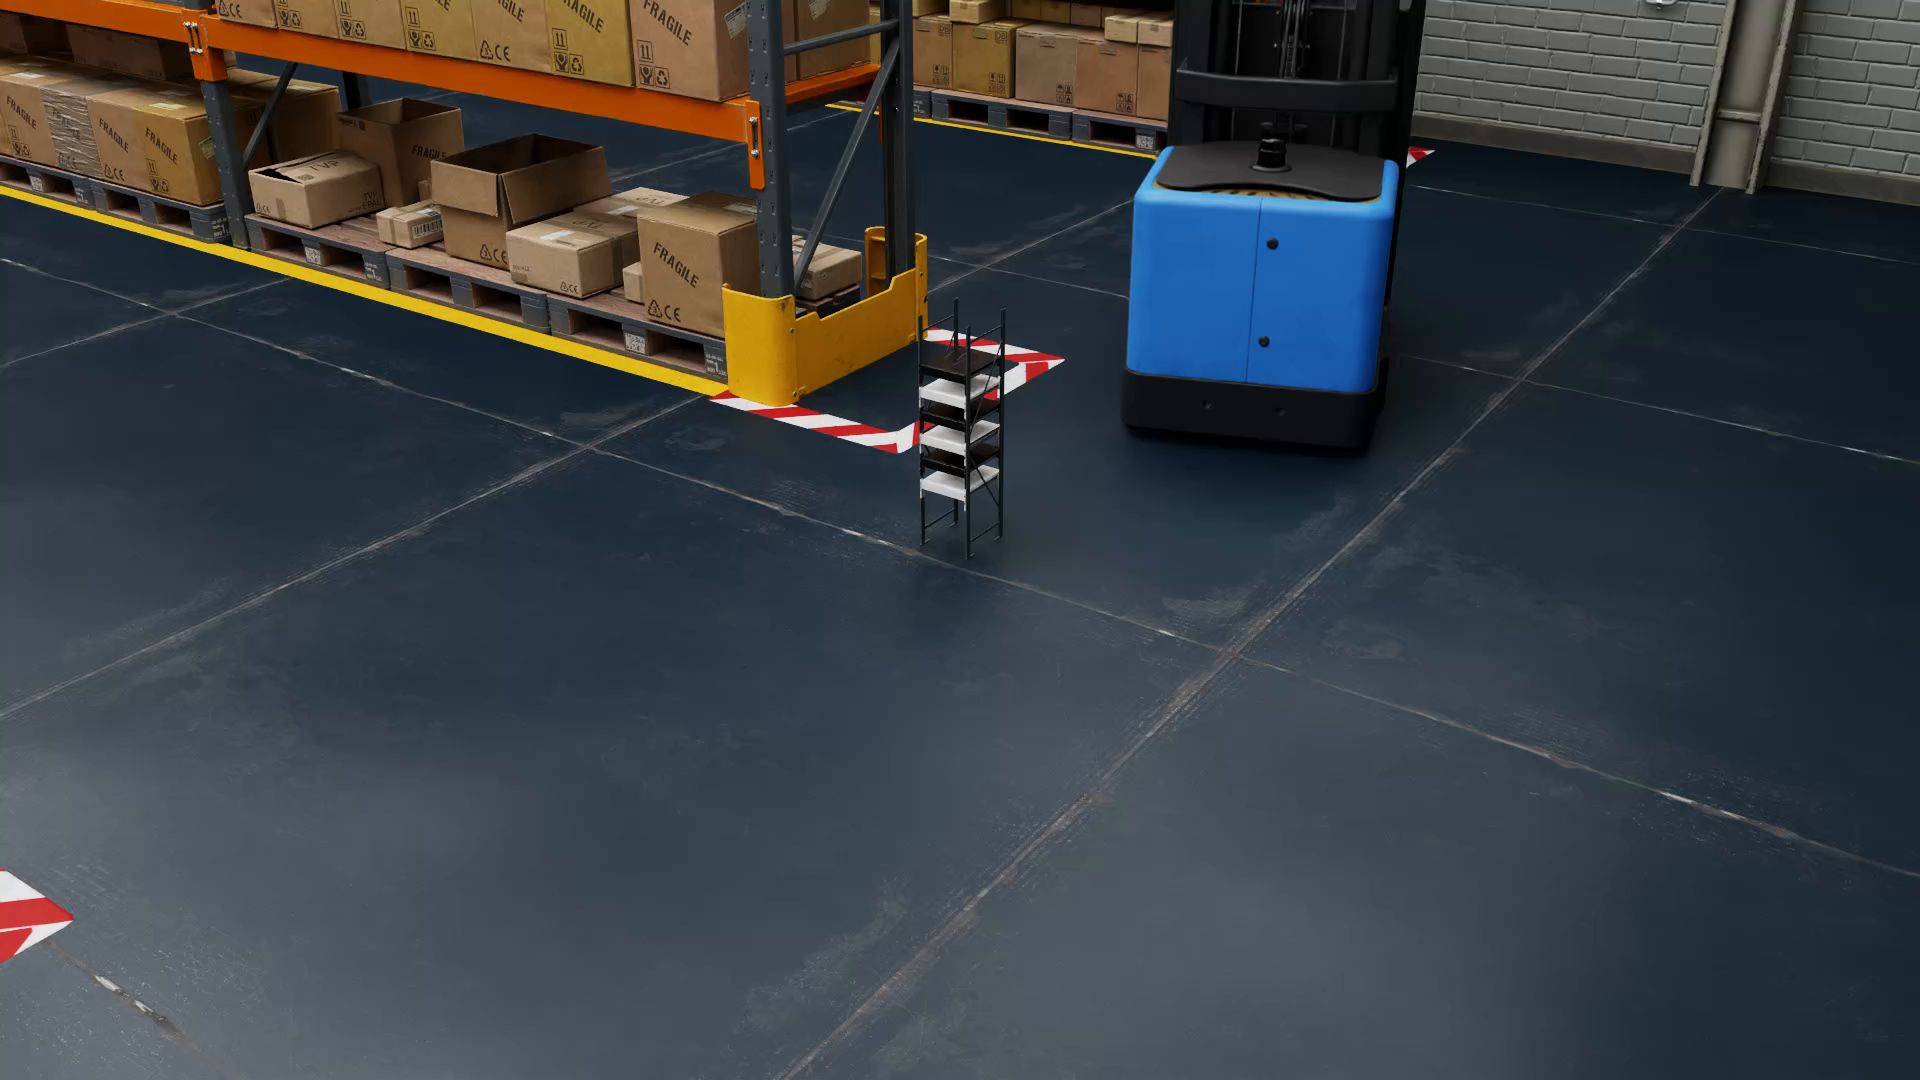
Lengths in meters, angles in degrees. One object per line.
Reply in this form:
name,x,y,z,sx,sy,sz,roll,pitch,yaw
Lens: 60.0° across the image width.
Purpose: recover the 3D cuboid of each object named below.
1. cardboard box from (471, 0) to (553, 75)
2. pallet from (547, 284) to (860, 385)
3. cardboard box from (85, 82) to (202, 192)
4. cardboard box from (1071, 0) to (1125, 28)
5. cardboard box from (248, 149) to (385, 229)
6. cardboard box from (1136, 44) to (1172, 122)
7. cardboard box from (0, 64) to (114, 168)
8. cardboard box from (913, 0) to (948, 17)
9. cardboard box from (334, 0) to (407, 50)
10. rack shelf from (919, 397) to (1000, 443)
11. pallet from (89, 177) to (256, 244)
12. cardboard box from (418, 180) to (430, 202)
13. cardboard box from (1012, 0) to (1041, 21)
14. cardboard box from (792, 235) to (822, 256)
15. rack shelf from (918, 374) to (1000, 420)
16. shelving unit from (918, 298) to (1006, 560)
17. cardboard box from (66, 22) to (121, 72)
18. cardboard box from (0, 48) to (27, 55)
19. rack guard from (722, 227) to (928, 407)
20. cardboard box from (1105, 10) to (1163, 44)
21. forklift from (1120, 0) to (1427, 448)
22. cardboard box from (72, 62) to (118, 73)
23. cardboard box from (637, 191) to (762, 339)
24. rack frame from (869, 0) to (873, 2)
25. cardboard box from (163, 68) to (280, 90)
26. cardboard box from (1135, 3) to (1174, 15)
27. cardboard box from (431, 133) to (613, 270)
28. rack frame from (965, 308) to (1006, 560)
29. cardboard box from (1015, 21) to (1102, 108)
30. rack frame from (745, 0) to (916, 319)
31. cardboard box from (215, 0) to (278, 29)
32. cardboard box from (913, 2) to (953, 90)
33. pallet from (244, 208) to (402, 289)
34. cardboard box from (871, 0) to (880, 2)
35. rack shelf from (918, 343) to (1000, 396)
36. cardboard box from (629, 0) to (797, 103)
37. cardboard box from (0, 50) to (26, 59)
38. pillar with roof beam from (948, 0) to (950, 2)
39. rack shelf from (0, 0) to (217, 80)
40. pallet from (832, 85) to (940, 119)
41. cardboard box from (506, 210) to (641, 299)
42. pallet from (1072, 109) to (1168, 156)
cardboard box,-1.904,-2.481,7.707,0.500,0.500,0.500,18,32,31
pallet,-1.264,-1.142,8.261,1.213,0.211,1.003,17,32,30
cardboard box,-4.812,-2.420,9.968,0.500,0.500,0.500,17,32,30
cardboard box,1.007,-3.820,12.027,0.250,0.149,0.380,18,32,31
cardboard box,-3.617,-1.997,9.346,0.500,0.311,0.500,17,32,30
cardboard box,1.625,-3.229,11.581,0.500,0.500,0.700,17,32,30
cardboard box,-5.646,-2.678,10.477,0.500,0.500,0.500,16,31,29
cardboard box,-0.302,-4.017,12.413,0.250,0.149,0.380,19,32,32
cardboard box,-2.740,-2.740,8.217,0.500,0.500,0.500,17,32,30
rack shelf,0.007,-0.449,6.016,0.200,0.077,0.258,17,32,30
pallet,-4.532,-2.140,10.222,1.213,0.211,1.003,17,32,30
cardboard box,-2.867,-1.999,9.530,0.250,0.149,0.380,17,32,30
cardboard box,0.586,-3.951,12.284,0.250,0.149,0.380,17,31,29
cardboard box,-0.900,-1.394,8.321,0.250,0.166,0.380,17,32,30
rack shelf,0.007,-0.530,5.975,0.200,0.077,0.258,17,32,30
shelving unit,0.007,-0.399,6.042,0.210,0.900,0.258,17,32,30
cardboard box,-5.339,-3.205,10.685,0.500,0.250,0.500,17,31,29
cardboard box,-6.234,-3.145,11.393,0.500,0.500,0.500,19,32,32
rack guard,-0.606,-1.066,7.794,0.348,0.500,1.175,17,32,30
cardboard box,1.204,-3.549,11.493,0.250,0.149,0.380,18,32,32
forklift,1.554,-2.333,7.603,1.130,2.935,3.031,7,28,13
cardboard box,-5.371,-2.879,10.872,0.500,0.500,0.500,16,31,28
cardboard box,-1.131,-1.290,7.749,0.500,0.500,0.500,17,32,30
rack frame,-1.039,-5.041,12.848,0.127,3.000,1.000,17,32,30
cardboard box,-4.547,-2.618,10.358,0.500,0.500,0.500,18,32,31
cardboard box,1.423,-3.691,11.773,0.250,0.149,0.380,17,32,30
cardboard box,-2.289,-1.791,8.729,0.637,0.503,0.797,17,32,30
rack frame,0.090,-0.373,5.990,0.006,0.900,0.240,17,32,30
cardboard box,0.797,-3.487,12.087,0.500,0.500,0.700,16,31,29
rack frame,-0.543,-2.161,7.189,0.127,3.000,1.000,17,32,30
cardboard box,-3.575,-3.000,8.727,0.500,0.500,0.500,18,32,32
cardboard box,-0.068,-3.753,12.611,0.500,0.500,0.700,17,32,30
pallet,-3.275,-1.768,9.492,1.213,0.211,1.003,17,32,30
cardboard box,-0.488,-4.284,12.939,0.250,0.149,0.380,17,32,30
rack shelf,0.007,-0.610,5.934,0.200,0.077,0.258,17,32,30
cardboard box,-1.067,-2.219,7.192,0.500,0.500,0.500,18,32,32
cardboard box,-6.490,-2.941,10.993,0.500,0.500,0.500,16,31,29
pillar with roof beam,-2.410,-6.249,8.607,0.400,9.000,9.100,17,32,30
rack shelf,-5.489,-3.381,10.379,4.000,0.370,1.077,17,32,30
pallet,-0.456,-3.574,13.039,1.213,0.211,1.003,17,32,30
cardboard box,-1.897,-1.434,8.307,0.500,0.250,0.500,17,32,30
pallet,1.555,-2.947,11.808,1.213,0.211,1.003,17,32,30
